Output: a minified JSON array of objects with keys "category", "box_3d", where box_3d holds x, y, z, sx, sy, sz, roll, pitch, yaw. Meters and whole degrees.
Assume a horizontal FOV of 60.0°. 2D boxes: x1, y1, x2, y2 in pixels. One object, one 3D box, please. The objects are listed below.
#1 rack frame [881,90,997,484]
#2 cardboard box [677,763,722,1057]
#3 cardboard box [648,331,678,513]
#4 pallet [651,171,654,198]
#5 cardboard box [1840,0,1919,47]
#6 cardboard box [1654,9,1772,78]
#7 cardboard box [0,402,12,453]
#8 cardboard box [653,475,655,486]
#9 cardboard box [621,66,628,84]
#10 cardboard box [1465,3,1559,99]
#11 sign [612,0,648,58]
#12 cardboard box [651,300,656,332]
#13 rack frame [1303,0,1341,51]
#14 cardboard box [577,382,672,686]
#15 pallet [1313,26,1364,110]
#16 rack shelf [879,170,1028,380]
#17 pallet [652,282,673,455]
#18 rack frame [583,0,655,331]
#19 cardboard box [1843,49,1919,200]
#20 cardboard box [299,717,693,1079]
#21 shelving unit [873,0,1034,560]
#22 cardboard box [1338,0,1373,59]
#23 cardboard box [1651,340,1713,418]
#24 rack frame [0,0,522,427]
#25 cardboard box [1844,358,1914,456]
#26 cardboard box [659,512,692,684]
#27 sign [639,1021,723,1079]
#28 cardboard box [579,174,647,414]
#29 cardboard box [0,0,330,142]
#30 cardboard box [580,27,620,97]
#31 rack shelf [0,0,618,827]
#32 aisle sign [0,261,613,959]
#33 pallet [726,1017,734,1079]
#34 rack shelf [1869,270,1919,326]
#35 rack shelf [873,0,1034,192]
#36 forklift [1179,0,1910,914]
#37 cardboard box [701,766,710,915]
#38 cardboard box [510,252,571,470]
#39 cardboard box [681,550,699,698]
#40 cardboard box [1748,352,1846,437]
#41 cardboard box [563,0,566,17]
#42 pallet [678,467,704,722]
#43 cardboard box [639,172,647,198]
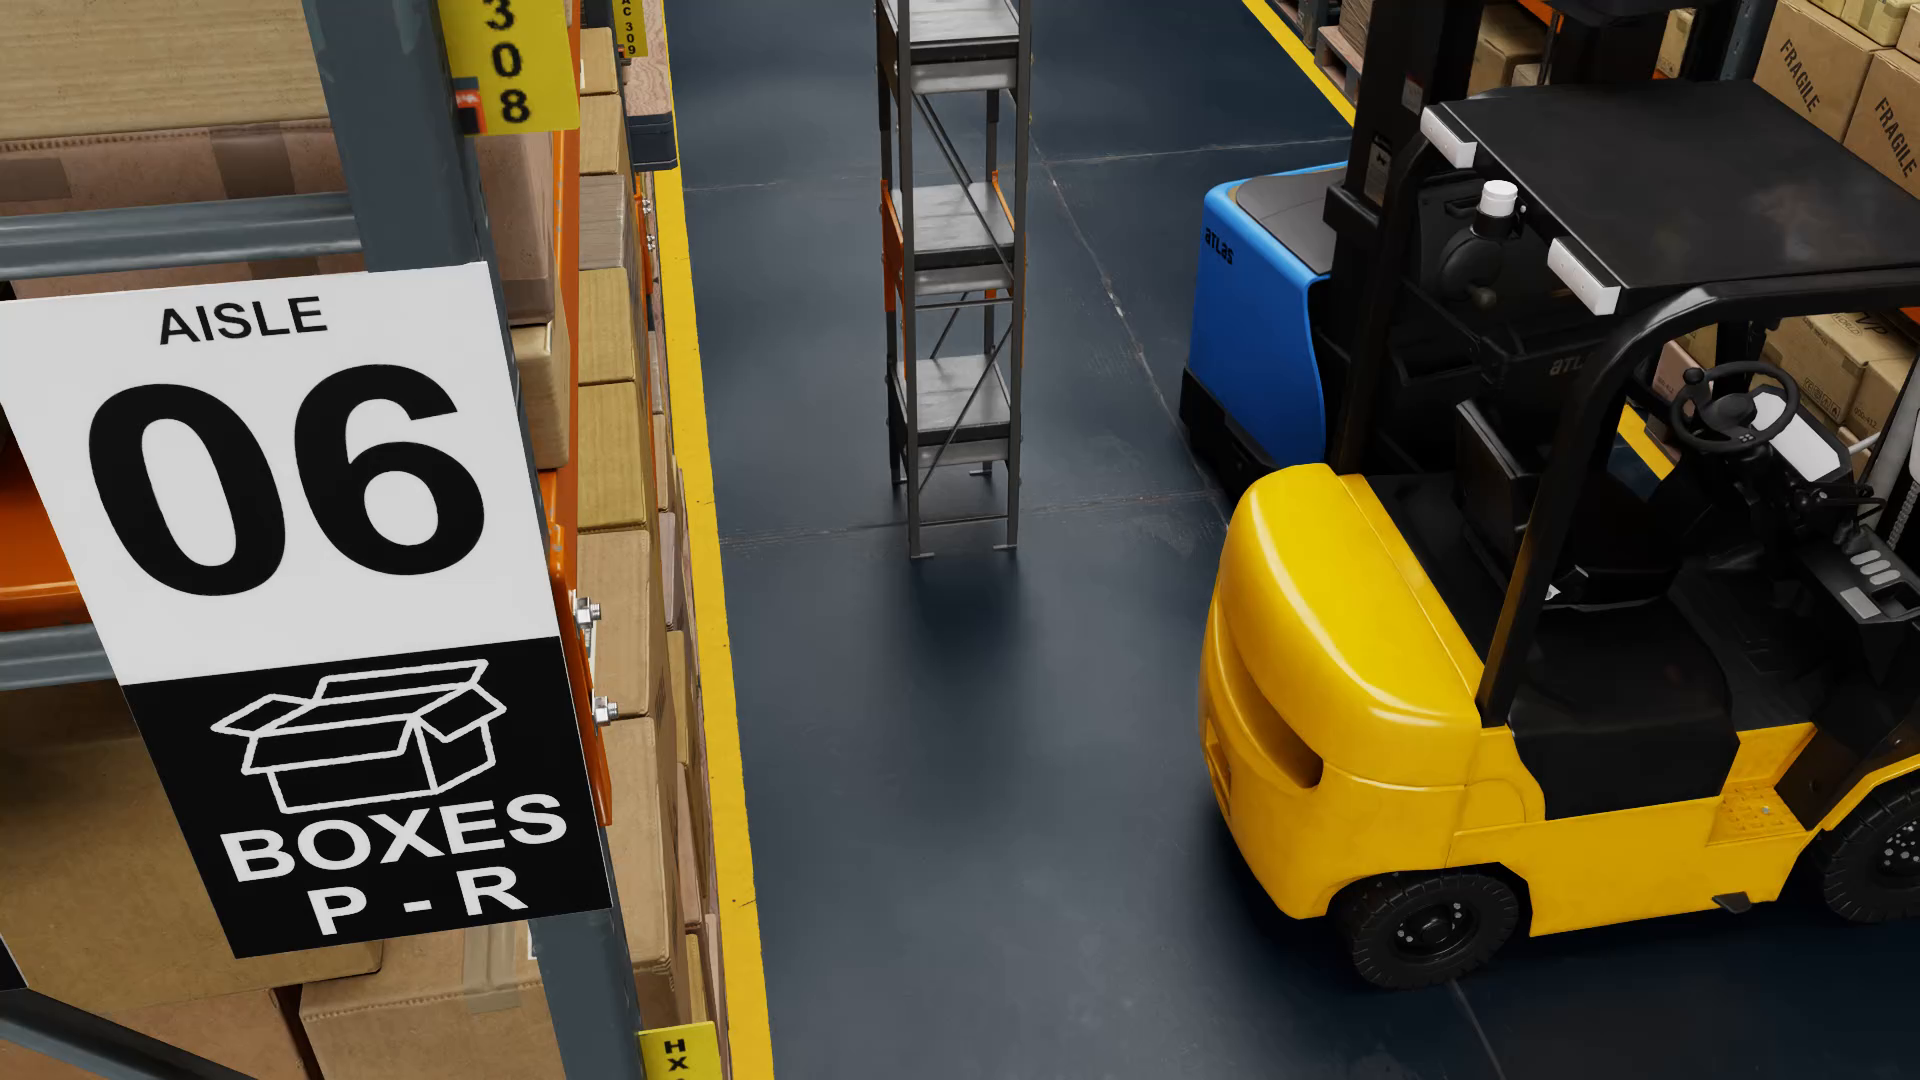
[{"category":"rack frame","box_3d":[-0.072,-1.077,5.924,0.400,2.100,0.015,-6,38,-8]},{"category":"cardboard box","box_3d":[-0.858,0.910,3.922,0.500,0.500,0.500,-8,38,-10]},{"category":"cardboard box","box_3d":[-1.222,-0.331,5.519,0.500,0.500,0.500,-7,38,-9]},{"category":"pallet","box_3d":[-2.155,-2.126,8.815,1.003,0.211,1.213,-6,38,-8]},{"category":"cardboard box","box_3d":[3.140,-1.738,5.432,0.380,0.149,0.250,-5,38,-7]},{"category":"cardboard box","box_3d":[2.951,-2.037,6.549,0.500,0.250,0.500,-5,38,-7]},{"category":"cardboard box","box_3d":[-1.226,-0.138,1.743,0.380,0.149,0.250,-6,38,-8]},{"category":"cardboard box","box_3d":[-0.956,-0.100,4.139,0.380,0.149,0.250,-6,38,-8]},{"category":"cardboard box","box_3d":[-1.376,-1.718,5.879,0.380,0.149,0.250,-6,38,-7]},{"category":"cardboard box","box_3d":[2.932,-2.285,8.340,0.875,0.625,0.625,-8,39,-10]},{"category":"sign","box_3d":[-1.057,-1.688,5.273,0.100,0.325,0.005,-6,38,-8]},{"category":"cardboard box","box_3d":[-1.684,-0.728,6.542,0.950,0.372,0.625,-6,38,-7]},{"category":"rack frame","box_3d":[2.595,-4.236,9.257,1.000,3.000,0.127,-6,38,-8]},{"category":"cardboard box","box_3d":[-0.883,0.040,3.430,0.500,0.500,0.500,-7,38,-9]},{"category":"pallet","box_3d":[2.701,-2.633,9.467,1.003,0.211,1.213,-6,38,-8]},{"category":"rack shelf","box_3d":[-0.029,-0.918,5.743,0.431,0.518,0.480,-6,38,-8]},{"category":"pallet","box_3d":[-1.728,-0.652,6.918,1.003,0.211,1.213,-6,38,-8]},{"category":"rack frame","box_3d":[-1.590,-1.283,5.457,1.000,3.000,0.127,-6,38,-8]},{"category":"cardboard box","box_3d":[3.225,-1.250,5.333,0.500,0.500,0.500,-6,38,-7]},{"category":"cardboard box","box_3d":[-0.698,0.660,2.632,0.500,0.500,0.500,-7,38,-9]},{"category":"shelving unit","box_3d":[-0.029,-0.929,5.735,0.431,2.100,0.503,-6,38,-8]},{"category":"cardboard box","box_3d":[2.691,-3.085,9.370,0.875,0.625,0.625,-5,38,-7]},{"category":"cardboard box","box_3d":[3.055,-0.572,6.440,0.500,0.250,0.500,-6,38,-7]},{"category":"rack frame","box_3d":[-0.888,-1.237,0.507,1.000,3.000,0.127,-6,38,-8]},{"category":"cardboard box","box_3d":[3.251,-0.359,5.351,0.500,0.250,0.500,-5,38,-6]},{"category":"cardboard box","box_3d":[-1.040,0.284,4.727,0.500,0.500,0.500,-4,38,-6]},{"category":"sign","box_3d":[-0.354,0.732,2.157,0.100,0.325,0.005,-6,38,-8]},{"category":"cardboard box","box_3d":[-1.075,-0.576,4.222,0.500,0.500,0.500,-5,38,-7]},{"category":"cardboard box","box_3d":[-0.750,-0.504,1.564,0.380,0.149,0.250,-6,38,-8]},{"category":"cardboard box","box_3d":[-1.267,-1.199,5.024,0.500,0.500,0.500,-7,38,-9]},{"category":"rack shelf","box_3d":[-1.239,-0.976,3.203,1.077,0.370,4.000,-6,38,-8]},{"category":"aisle sign","box_3d":[-0.572,0.110,1.544,0.394,0.787,0.004,-6,38,-8]},{"category":"pallet","box_3d":[-1.009,1.693,3.898,1.003,0.211,1.213,-6,38,-8]},{"category":"rack shelf","box_3d":[3.647,-0.327,4.813,1.077,0.370,4.000,-6,38,-8]},{"category":"rack shelf","box_3d":[-0.029,-1.471,5.313,0.431,0.518,0.480,-6,38,-8]},{"category":"forklift","box_3d":[1.897,-0.896,5.014,1.130,2.935,3.031,-13,40,-16]},{"category":"cardboard box","box_3d":[-0.948,0.898,4.548,0.500,0.250,0.500,-4,38,-5]},{"category":"cardboard box","box_3d":[-0.627,-0.188,1.807,0.380,0.149,0.250,-6,38,-8]},{"category":"cardboard box","box_3d":[-1.118,0.285,5.337,0.500,0.250,0.500,-7,38,-9]},{"category":"cardboard box","box_3d":[3.168,-0.468,5.898,0.500,0.250,0.500,-6,38,-8]},{"category":"cardboard box","box_3d":[-0.793,-0.748,2.202,0.500,0.250,0.500,-7,38,-9]},{"category":"pallet","box_3d":[-1.437,0.220,5.795,1.003,0.211,1.213,-6,38,-8]},{"category":"cardboard box","box_3d":[-1.937,-1.582,7.641,0.950,0.372,0.625,-5,38,-6]}]
